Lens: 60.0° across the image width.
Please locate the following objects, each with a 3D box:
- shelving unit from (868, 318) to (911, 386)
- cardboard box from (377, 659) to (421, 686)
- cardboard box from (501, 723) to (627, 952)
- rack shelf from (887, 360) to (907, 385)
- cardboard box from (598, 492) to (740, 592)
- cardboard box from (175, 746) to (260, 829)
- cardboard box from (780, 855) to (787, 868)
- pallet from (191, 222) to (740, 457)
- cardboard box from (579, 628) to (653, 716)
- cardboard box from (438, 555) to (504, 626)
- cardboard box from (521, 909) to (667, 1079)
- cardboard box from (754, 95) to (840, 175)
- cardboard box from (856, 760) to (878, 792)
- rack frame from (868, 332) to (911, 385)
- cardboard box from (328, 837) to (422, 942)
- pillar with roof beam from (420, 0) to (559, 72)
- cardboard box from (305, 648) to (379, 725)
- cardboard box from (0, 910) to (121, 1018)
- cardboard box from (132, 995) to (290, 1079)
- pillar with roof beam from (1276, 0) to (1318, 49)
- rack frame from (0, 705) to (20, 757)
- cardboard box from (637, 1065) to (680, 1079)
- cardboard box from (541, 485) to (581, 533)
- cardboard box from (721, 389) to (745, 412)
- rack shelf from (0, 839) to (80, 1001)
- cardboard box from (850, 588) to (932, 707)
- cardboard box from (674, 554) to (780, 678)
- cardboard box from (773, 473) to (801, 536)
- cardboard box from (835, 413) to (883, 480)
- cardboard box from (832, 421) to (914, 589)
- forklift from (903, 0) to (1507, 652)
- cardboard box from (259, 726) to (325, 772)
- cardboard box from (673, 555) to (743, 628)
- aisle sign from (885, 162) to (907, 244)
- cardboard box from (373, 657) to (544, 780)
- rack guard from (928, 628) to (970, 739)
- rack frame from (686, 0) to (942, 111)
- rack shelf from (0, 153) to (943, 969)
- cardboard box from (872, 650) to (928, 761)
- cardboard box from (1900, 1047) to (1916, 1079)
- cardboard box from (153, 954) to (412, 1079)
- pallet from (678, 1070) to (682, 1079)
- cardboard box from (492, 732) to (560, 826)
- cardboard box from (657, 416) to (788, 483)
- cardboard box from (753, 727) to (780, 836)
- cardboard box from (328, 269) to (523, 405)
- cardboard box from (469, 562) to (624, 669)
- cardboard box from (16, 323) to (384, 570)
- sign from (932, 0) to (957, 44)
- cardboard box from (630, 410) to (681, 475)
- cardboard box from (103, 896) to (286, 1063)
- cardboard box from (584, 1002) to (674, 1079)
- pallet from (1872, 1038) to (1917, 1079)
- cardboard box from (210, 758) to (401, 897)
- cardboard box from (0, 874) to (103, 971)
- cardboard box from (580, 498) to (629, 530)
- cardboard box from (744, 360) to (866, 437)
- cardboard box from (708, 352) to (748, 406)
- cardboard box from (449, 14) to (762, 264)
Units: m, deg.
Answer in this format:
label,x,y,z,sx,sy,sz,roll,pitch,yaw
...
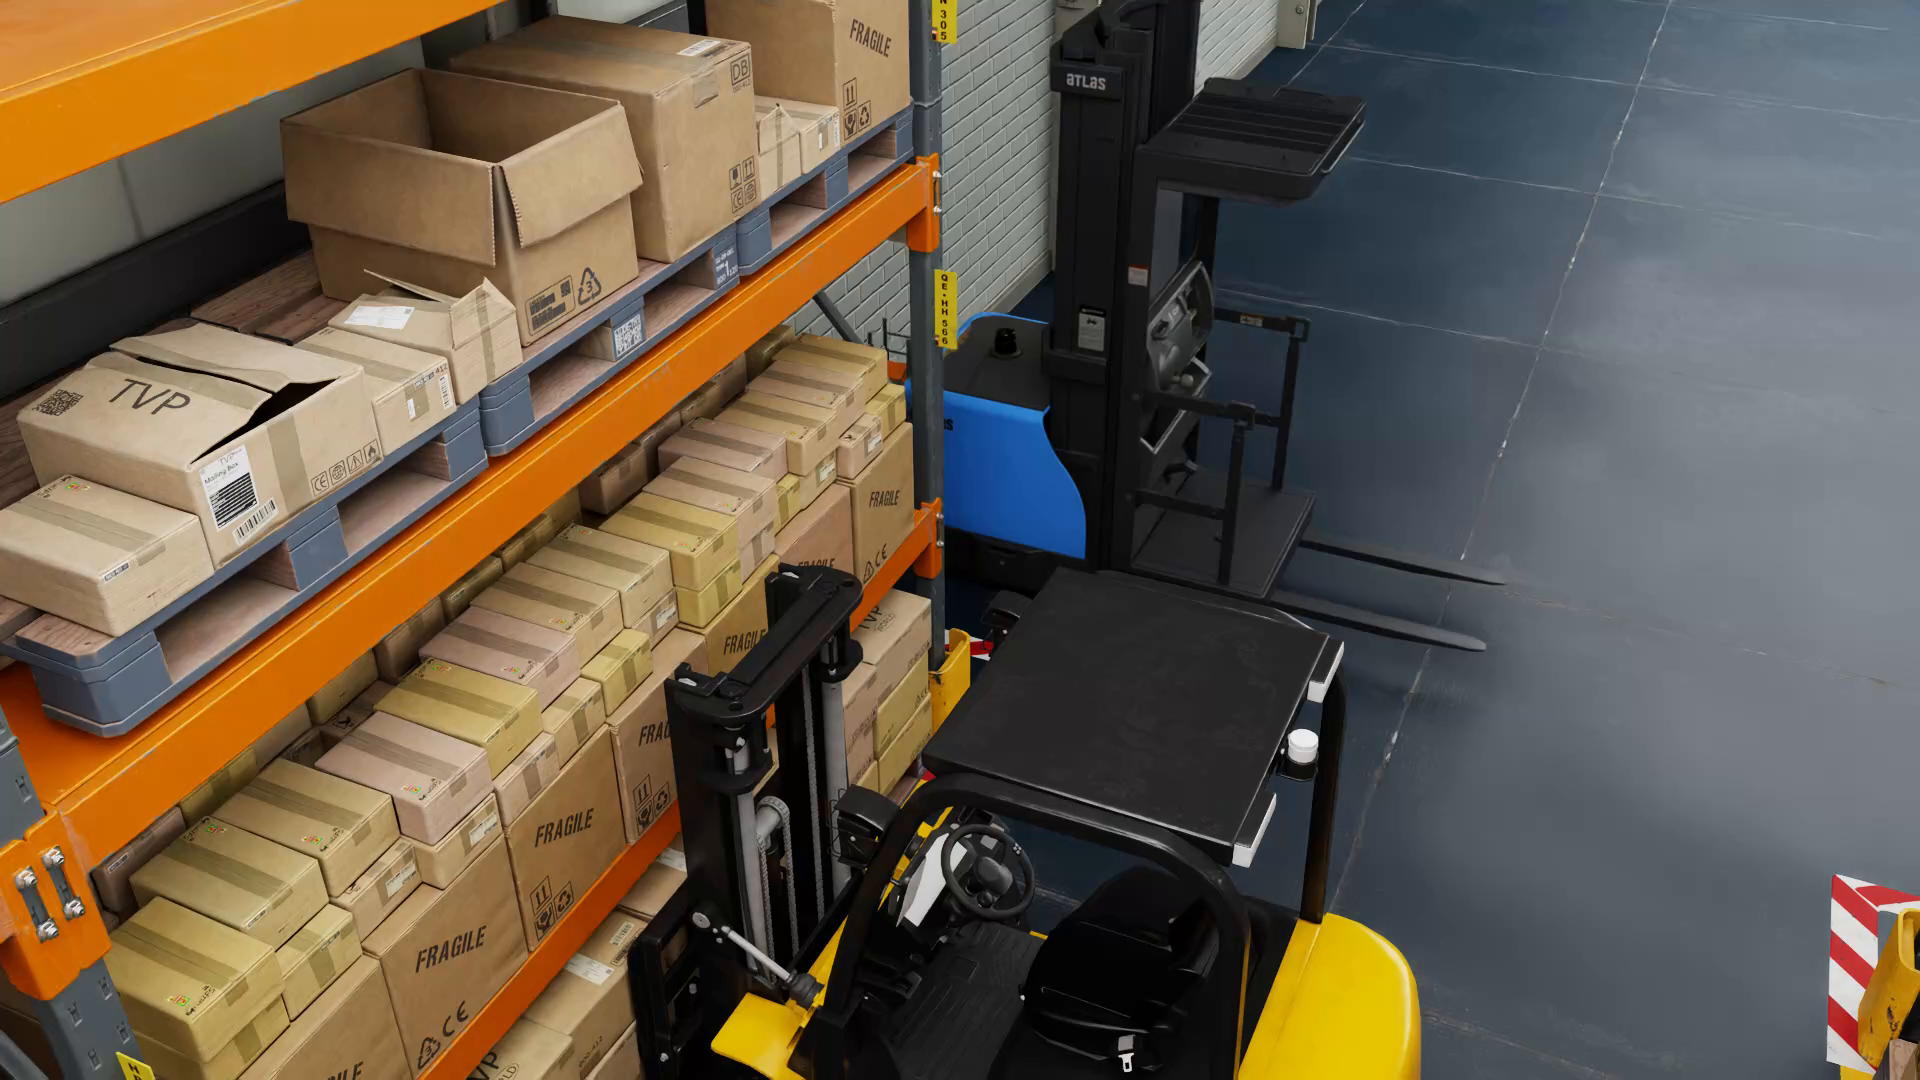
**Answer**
label,x,y,z,sx,sy,sz,roll,pitch,yaw
shelving unit,-0.328,-0.588,8.921,0.258,1.200,0.189,13,35,19
cardboard box,-1.781,0.371,5.134,0.380,0.149,0.250,14,36,20
cardboard box,-1.382,0.828,5.028,0.500,0.500,0.500,14,36,20
rack shelf,-0.328,-0.852,8.748,0.258,0.103,0.180,13,35,19
cardboard box,-0.946,0.003,5.425,0.380,0.149,0.250,15,36,21
cardboard box,-2.118,0.631,4.467,0.380,0.149,0.250,14,36,20
cardboard box,-0.881,1.143,6.308,0.500,0.250,0.500,13,36,19
pallet,-1.374,-0.707,4.806,1.003,0.211,1.213,14,36,20
cardboard box,-1.181,0.370,5.136,0.380,0.149,0.250,13,36,20
cardboard box,-1.660,0.132,5.228,0.380,0.149,0.250,15,36,22
cardboard box,-1.310,1.431,5.413,0.500,0.250,0.500,15,36,22
cardboard box,-0.616,-1.330,5.430,0.380,0.149,0.250,13,35,19
cardboard box,-0.671,1.081,6.859,0.500,0.250,0.500,14,36,20
rack frame,-0.364,-0.542,8.850,0.240,1.200,0.006,13,35,19
cardboard box,-1.656,0.870,4.373,0.380,0.149,0.250,14,36,20
pillar with roof beam,2.255,-1.826,3.697,9.100,9.000,0.400,14,36,20
cardboard box,-1.944,0.367,4.869,0.380,0.149,0.250,14,36,20
cardboard box,-2.317,1.015,4.152,0.380,0.149,0.250,14,36,20
cardboard box,-1.846,1.136,3.968,0.380,0.149,0.250,14,36,20
pillar with roof beam,7.276,-7.803,12.812,9.100,9.000,0.400,14,36,20
rack frame,-2.219,-0.962,2.379,1.000,3.000,0.127,14,36,20
cardboard box,-1.316,1.840,5.701,0.500,0.250,0.500,15,36,21
cardboard box,-1.521,-0.142,5.646,0.380,0.149,0.250,13,36,19
cardboard box,-0.968,-0.511,6.480,0.380,0.149,0.250,14,36,20
rack shelf,-3.055,1.590,1.879,1.077,0.370,4.000,14,36,20
cardboard box,-0.454,0.412,6.968,0.500,0.250,0.500,15,36,22
cardboard box,-0.952,0.330,5.789,0.500,0.500,0.500,13,36,20
cardboard box,-0.794,-0.151,5.931,0.380,0.149,0.250,14,36,20
cardboard box,-0.516,-0.387,6.291,0.380,0.149,0.250,15,36,21
cardboard box,-0.512,-0.182,6.569,0.500,0.500,0.500,13,36,19
forklift,1.252,-1.020,8.001,3.031,2.935,1.130,14,36,20
cardboard box,-2.052,0.614,4.763,0.380,0.149,0.250,14,36,21
cardboard box,-0.950,0.123,5.512,0.380,0.149,0.250,14,36,21
aisle sign,-0.251,-1.498,6.296,0.394,0.787,0.004,14,36,20
cardboard box,-1.405,0.499,4.668,0.380,0.149,0.250,14,36,20
rack guard,-0.535,0.588,7.766,1.175,0.500,0.348,14,36,20
rack frame,-0.545,-2.954,5.417,1.000,3.000,0.127,14,36,20
rack shelf,-1.382,-0.403,4.918,1.077,0.370,4.000,14,36,20
cardboard box,-0.465,0.634,7.085,0.500,0.250,0.500,14,36,20
cardboard box,3.376,2.004,5.451,0.500,0.250,0.500,14,36,20
cardboard box,-1.796,1.344,4.242,0.500,0.500,0.500,13,35,19
pallet,-1.339,1.717,6.308,1.003,0.211,1.213,14,36,20
cardboard box,-1.374,0.634,4.734,0.380,0.149,0.250,14,36,20
cardboard box,-0.835,-0.282,5.860,0.380,0.149,0.250,14,36,21
cardboard box,-0.865,0.921,6.191,0.500,0.250,0.500,15,36,21
cardboard box,-1.322,-0.538,4.117,0.396,0.266,0.258,13,36,19
cardboard box,-1.261,0.231,5.077,0.380,0.149,0.250,14,36,21
cardboard box,-1.649,-0.246,3.630,0.500,0.311,0.500,15,36,21
sign,-0.058,-1.905,5.818,0.100,0.325,0.005,14,36,20
cardboard box,-1.234,-0.387,6.019,0.380,0.149,0.250,14,36,21
cardboard box,-1.816,1.019,3.875,0.380,0.149,0.250,15,36,21
cardboard box,-1.306,1.643,5.546,0.500,0.250,0.500,14,36,20
pallet,3.561,2.292,5.430,1.003,0.211,1.213,14,36,20
cardboard box,-1.690,0.739,4.302,0.380,0.149,0.250,14,36,20
cardboard box,-2.359,0.881,4.085,0.380,0.149,0.250,14,36,21
cardboard box,-1.416,-0.159,5.943,0.380,0.149,0.250,15,36,21
cardboard box,-0.579,-0.526,6.231,0.380,0.149,0.250,14,36,21
cardboard box,-1.048,-0.646,6.415,0.380,0.149,0.250,15,36,22
cardboard box,-1.028,-1.195,4.905,0.700,0.500,0.500,14,36,21
